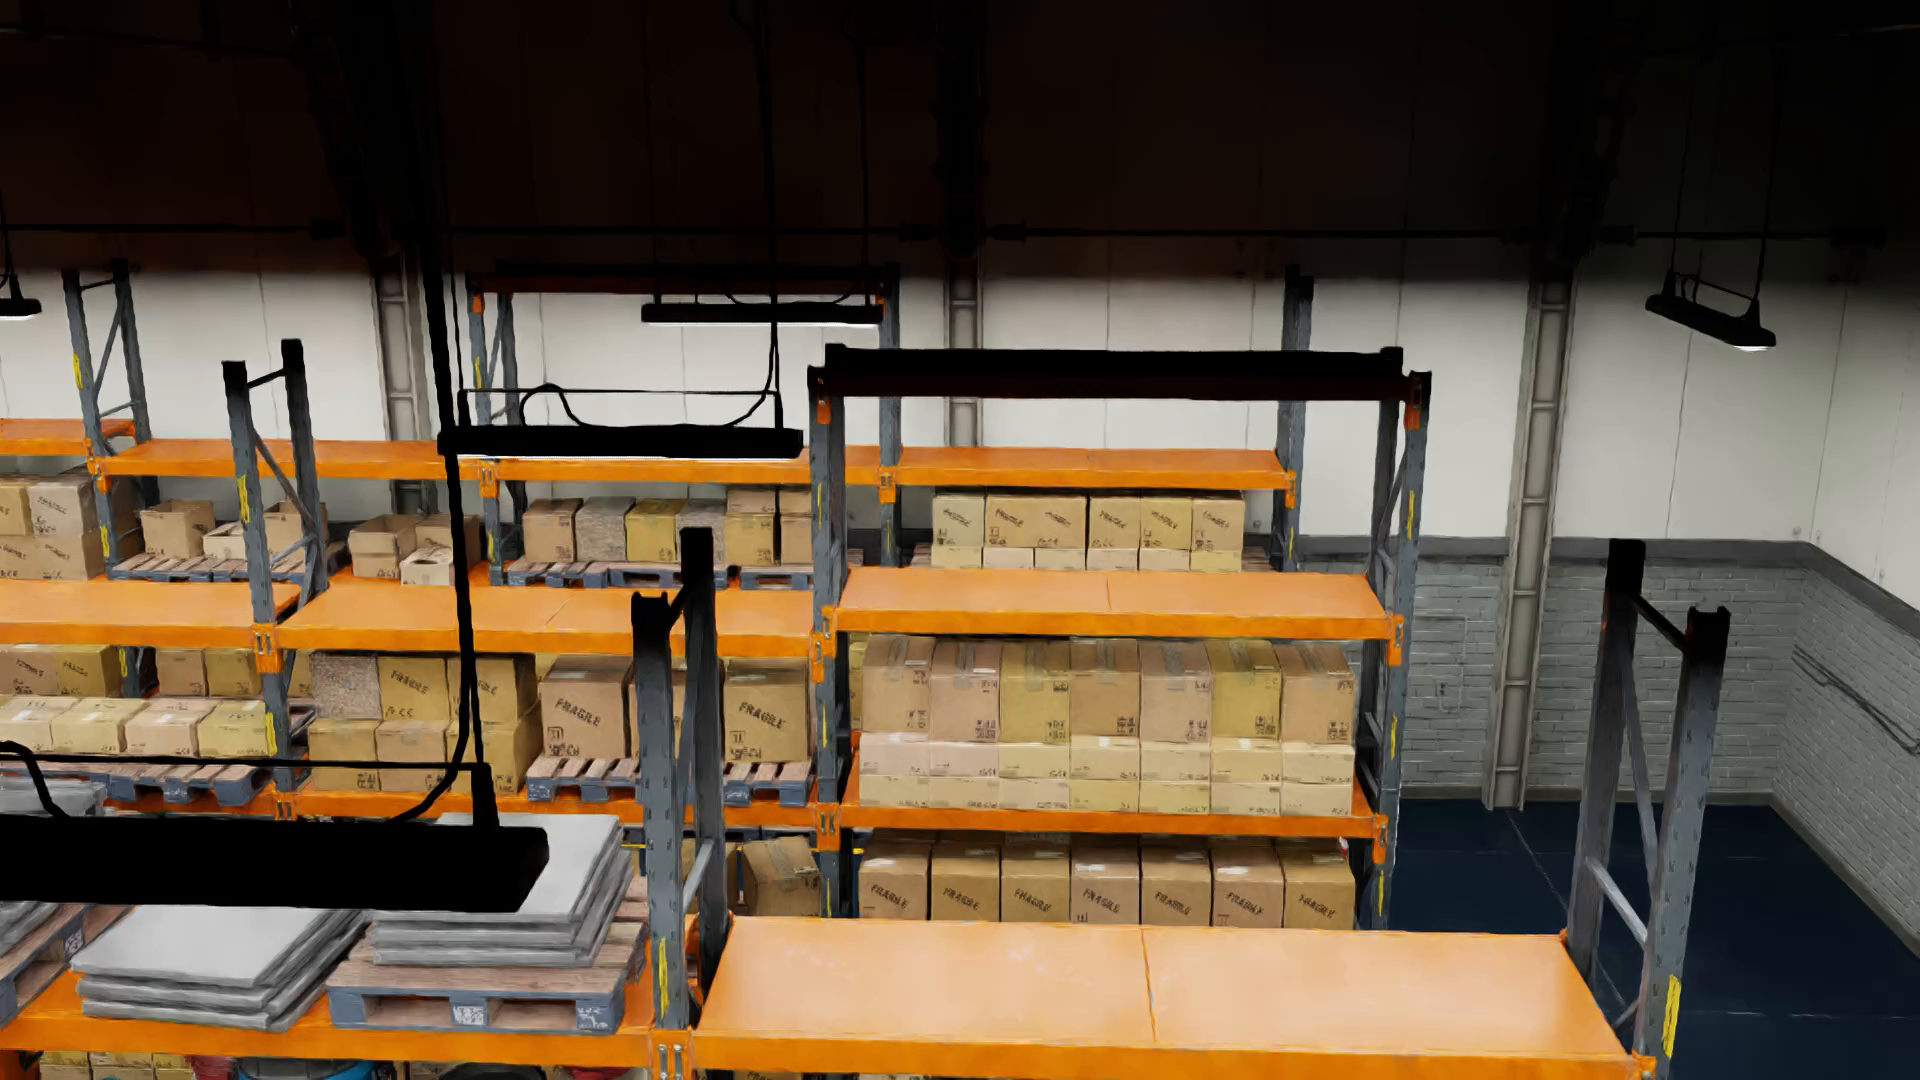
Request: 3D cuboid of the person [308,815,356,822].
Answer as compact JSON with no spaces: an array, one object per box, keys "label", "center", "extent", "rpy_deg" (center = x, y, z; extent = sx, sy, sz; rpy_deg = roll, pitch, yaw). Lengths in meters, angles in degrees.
[{"label":"person","center":[-6.116,2.750,16.179],"extent":[0.997,1.623,0.448],"rpy_deg":[-2,16,-6]}]
